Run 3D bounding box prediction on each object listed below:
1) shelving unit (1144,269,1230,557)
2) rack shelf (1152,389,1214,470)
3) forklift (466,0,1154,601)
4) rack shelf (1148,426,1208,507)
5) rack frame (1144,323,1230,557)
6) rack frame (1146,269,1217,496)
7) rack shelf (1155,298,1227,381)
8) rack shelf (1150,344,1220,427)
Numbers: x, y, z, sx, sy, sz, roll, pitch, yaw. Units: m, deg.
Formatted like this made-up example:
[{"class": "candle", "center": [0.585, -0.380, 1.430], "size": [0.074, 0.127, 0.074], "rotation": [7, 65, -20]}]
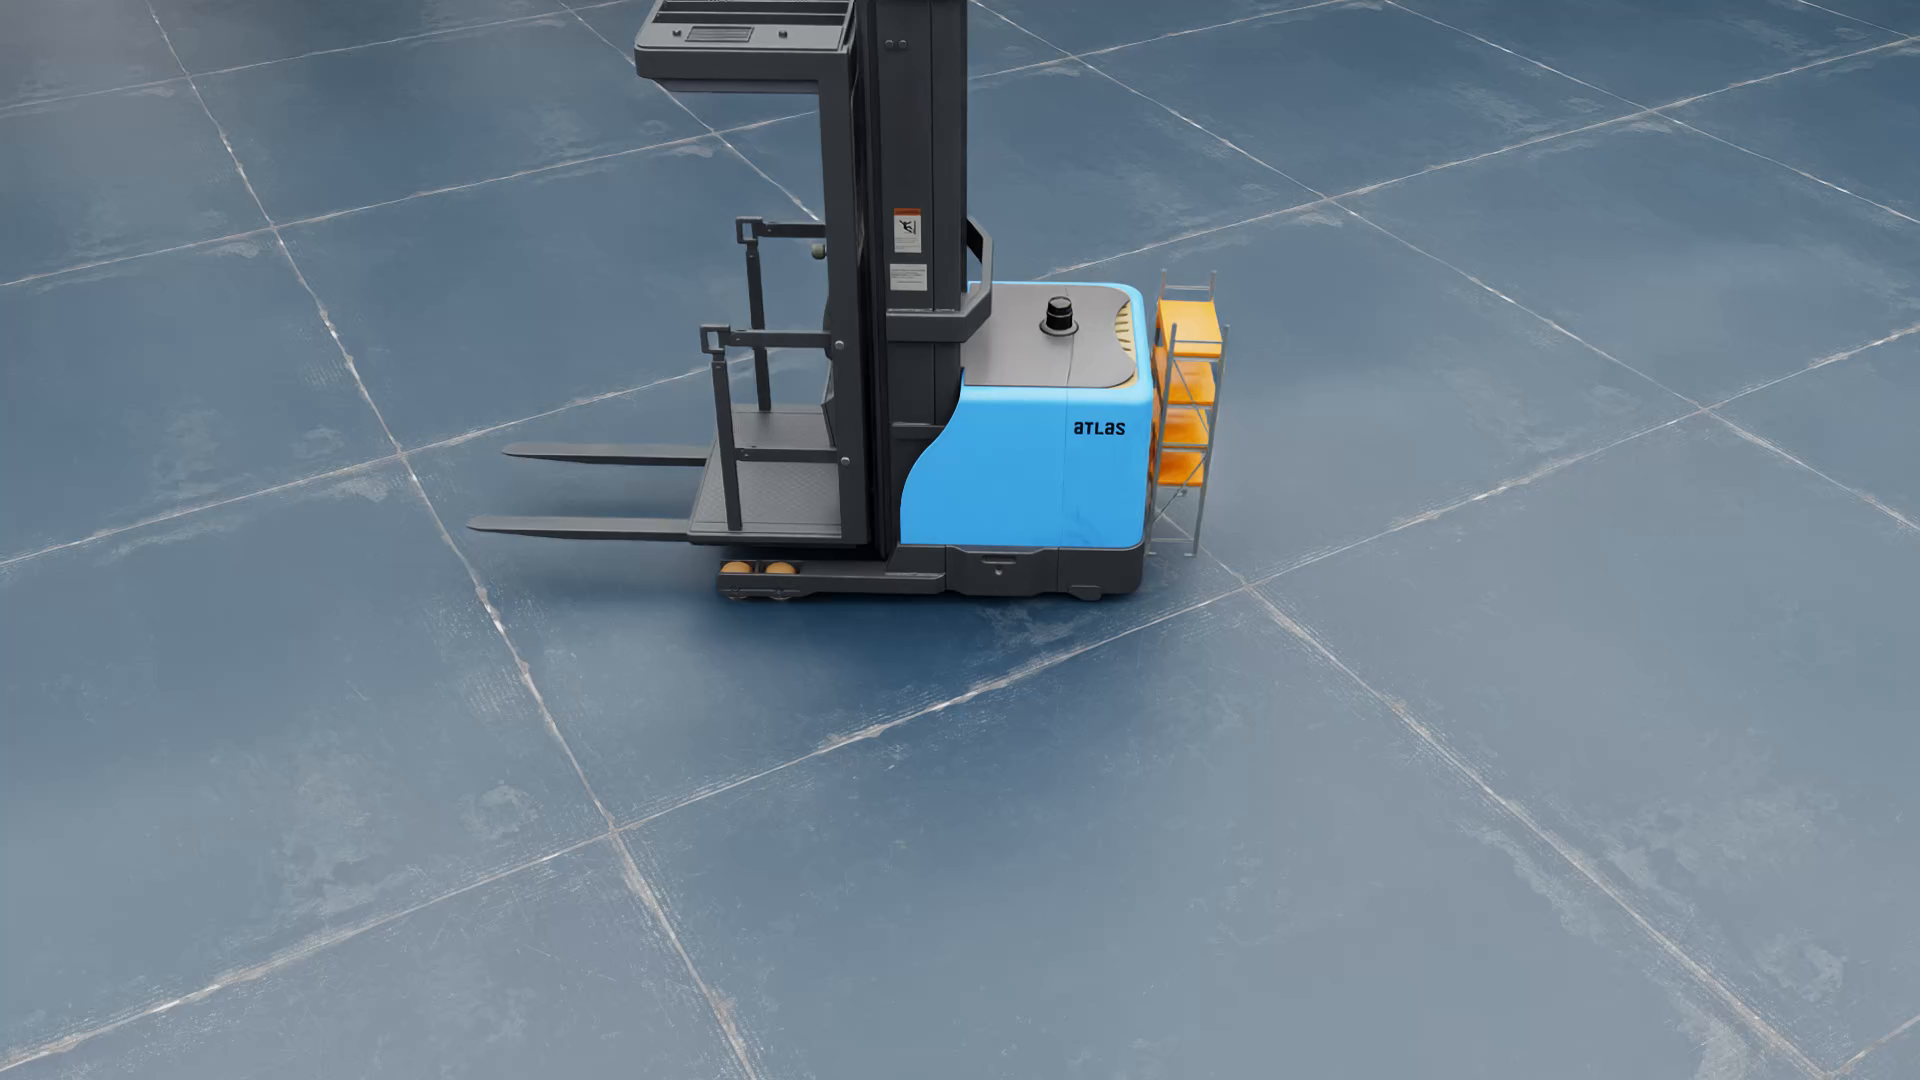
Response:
[{"class": "shelving unit", "center": [0.990, -0.560, 7.492], "size": [0.258, 1.200, 0.503], "rotation": [2, 36, 0]}, {"class": "rack shelf", "center": [0.988, -0.506, 7.532], "size": [0.258, 0.148, 0.480], "rotation": [2, 36, 0]}, {"class": "forklift", "center": [-0.691, -1.228, 6.946], "size": [3.031, 2.935, 1.130], "rotation": [1, 36, 2]}, {"class": "rack shelf", "center": [0.982, -0.345, 7.649], "size": [0.258, 0.148, 0.480], "rotation": [2, 36, 0]}, {"class": "rack frame", "center": [0.987, -0.416, 7.295], "size": [0.240, 1.200, 0.015], "rotation": [2, 36, 0]}, {"class": "rack frame", "center": [0.994, -0.704, 7.689], "size": [0.240, 1.200, 0.015], "rotation": [2, 36, 0]}, {"class": "rack shelf", "center": [1.003, -0.877, 7.260], "size": [0.258, 0.148, 0.480], "rotation": [2, 36, 0]}, {"class": "rack shelf", "center": [0.995, -0.686, 7.400], "size": [0.258, 0.148, 0.480], "rotation": [2, 36, 0]}]
